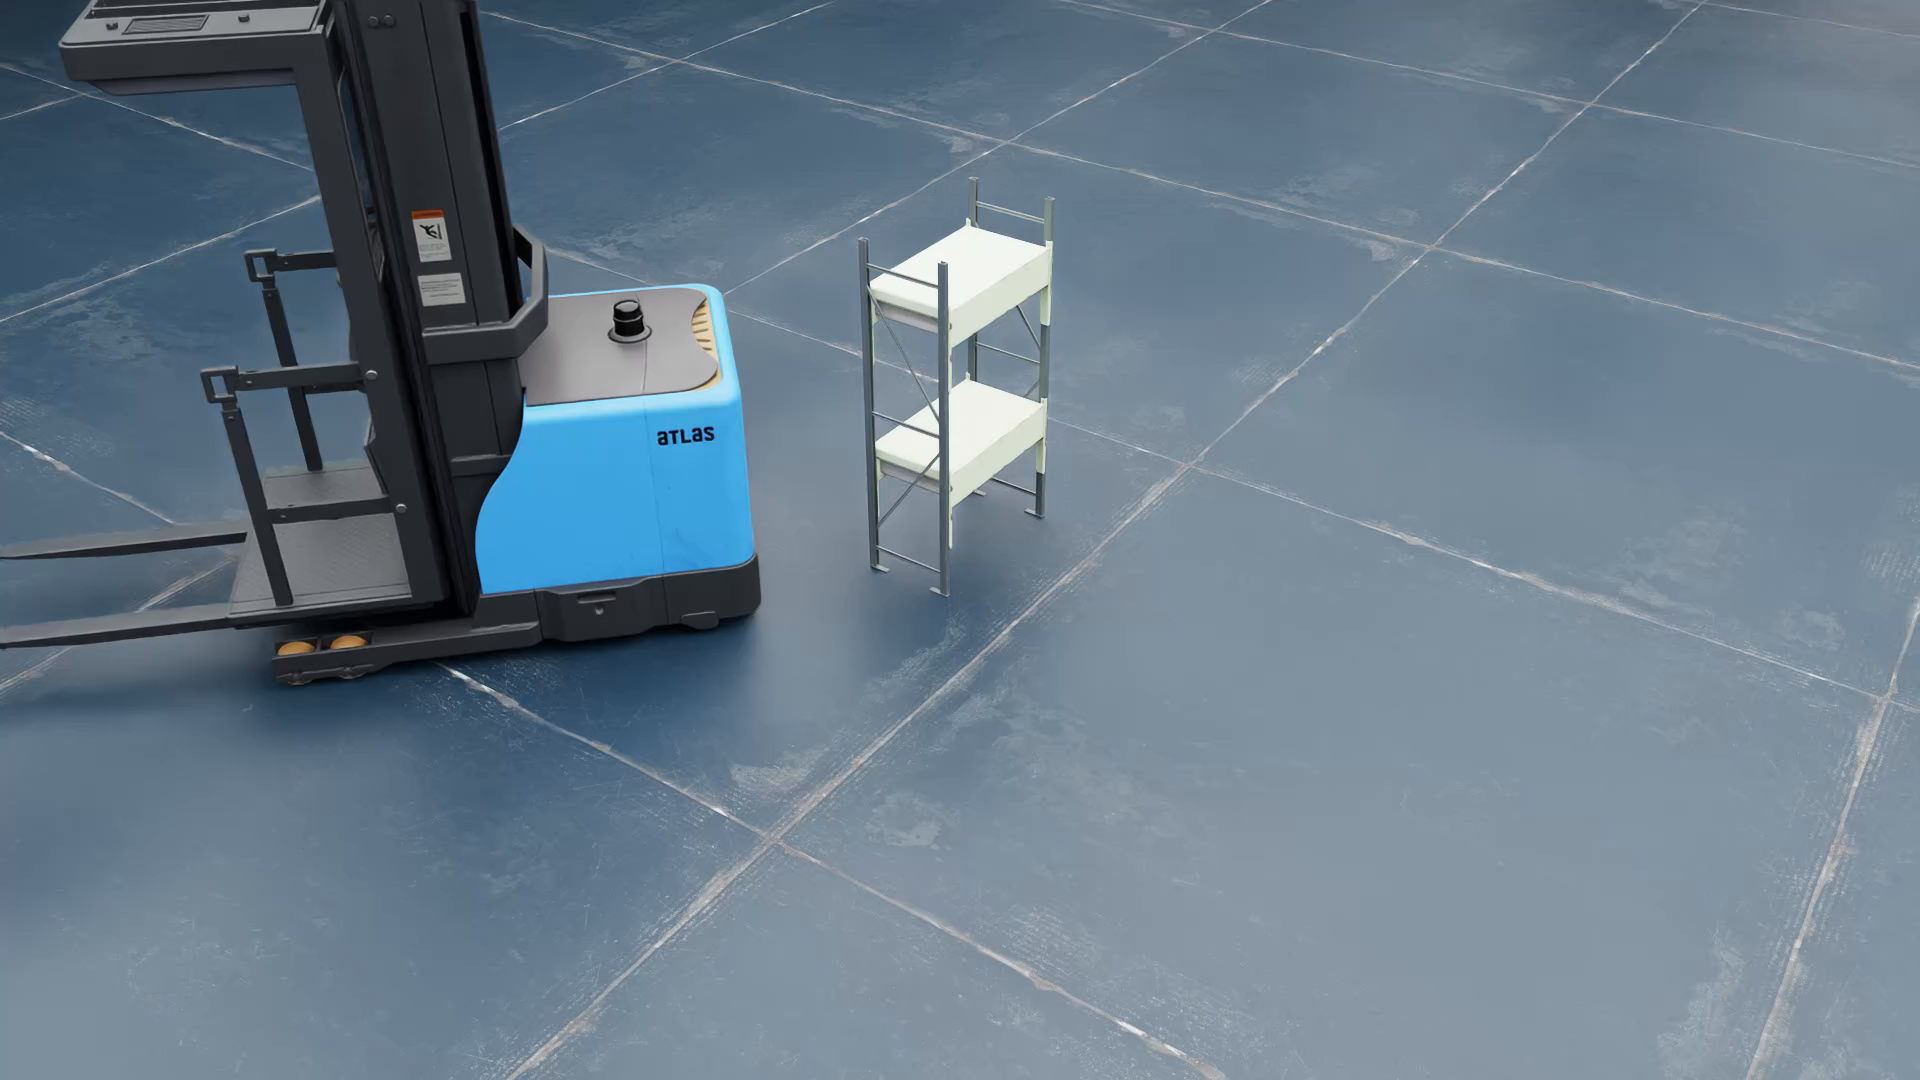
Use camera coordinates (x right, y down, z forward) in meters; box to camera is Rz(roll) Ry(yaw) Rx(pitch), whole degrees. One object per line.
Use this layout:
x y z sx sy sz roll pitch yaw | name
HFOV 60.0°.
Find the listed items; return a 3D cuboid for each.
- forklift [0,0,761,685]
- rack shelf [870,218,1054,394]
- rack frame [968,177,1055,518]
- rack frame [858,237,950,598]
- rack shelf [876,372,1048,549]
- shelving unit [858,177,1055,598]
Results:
-2.377 -0.978 6.080 3.031 2.935 1.130 -6 35 -9 | forklift
-0.004 -0.941 6.607 0.431 0.370 0.720 21 39 28 | rack shelf
0.205 -0.787 7.074 0.400 1.500 0.023 21 39 28 | rack frame
-0.212 -0.450 6.576 0.400 1.500 0.023 21 39 28 | rack frame
-0.004 -0.348 7.008 0.431 0.370 0.720 21 39 28 | rack shelf
-0.004 -0.618 6.825 0.431 1.500 0.755 21 39 28 | shelving unit
